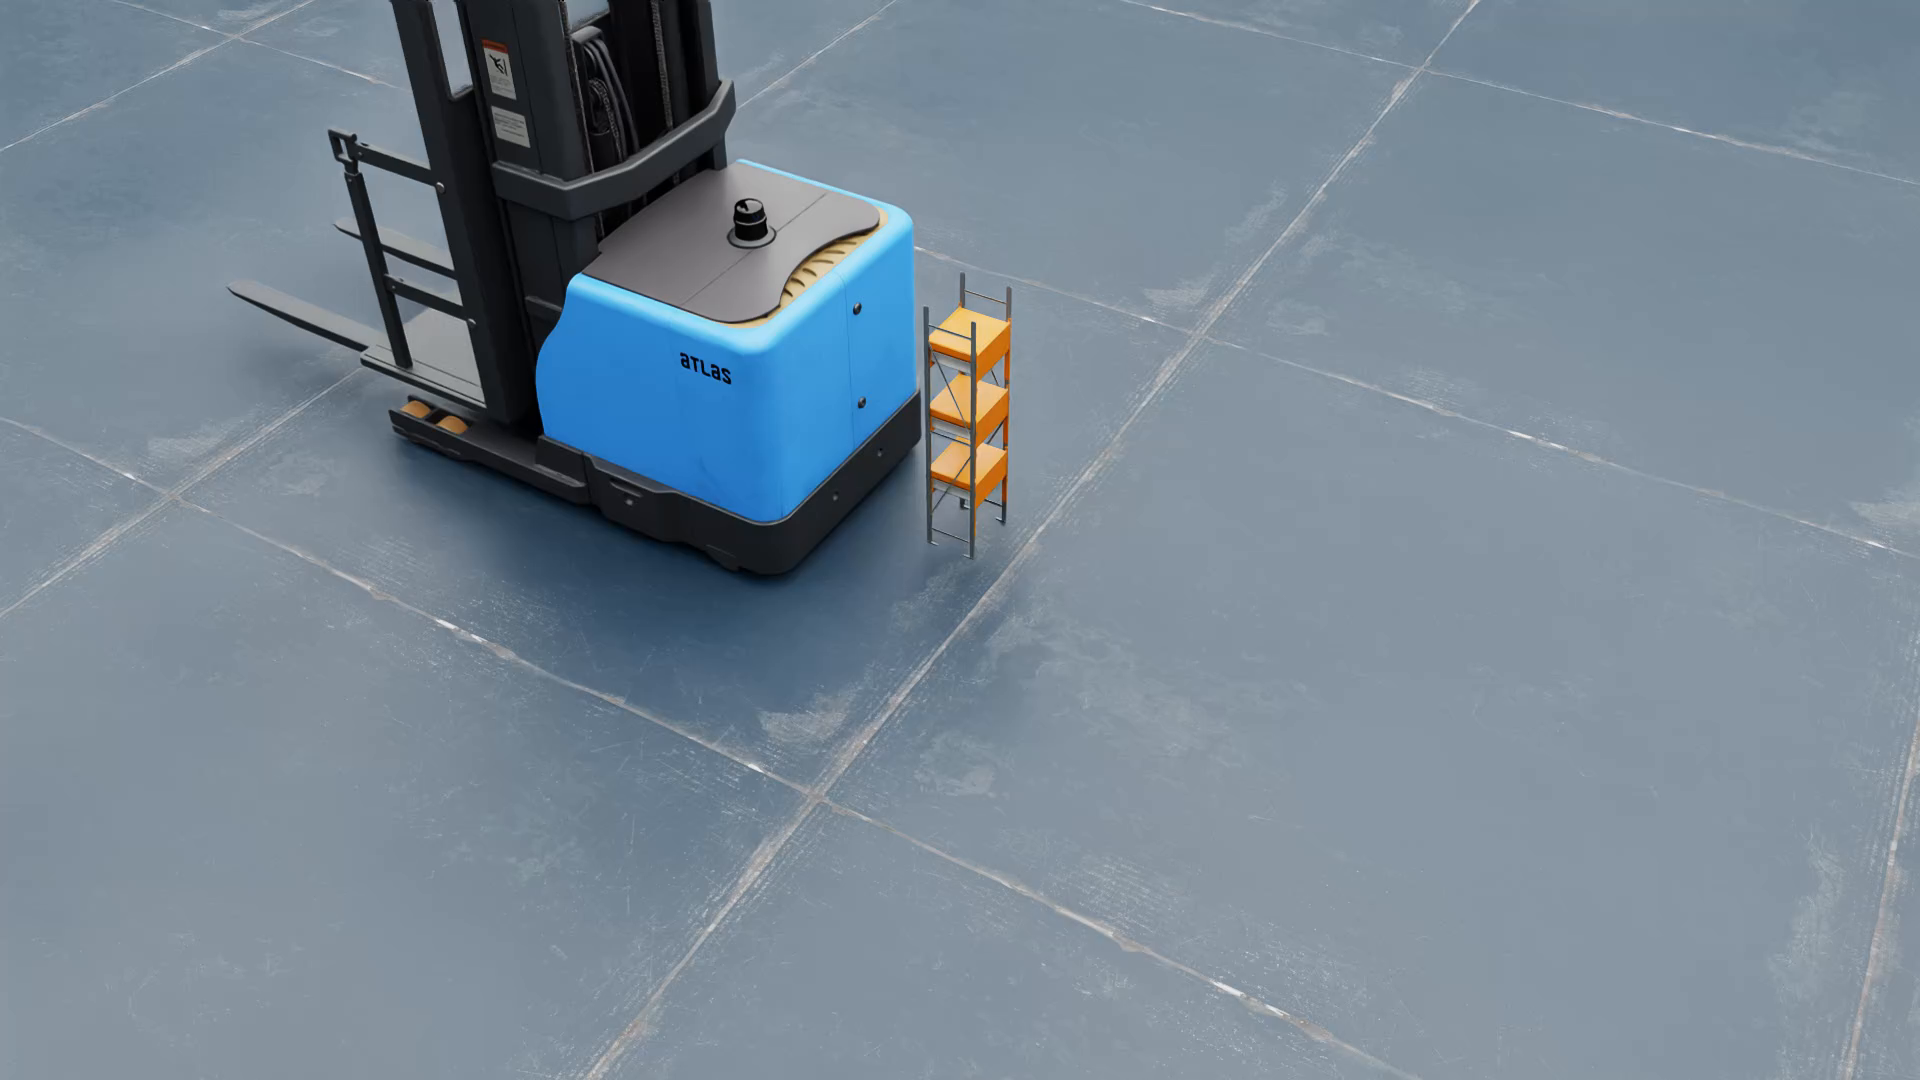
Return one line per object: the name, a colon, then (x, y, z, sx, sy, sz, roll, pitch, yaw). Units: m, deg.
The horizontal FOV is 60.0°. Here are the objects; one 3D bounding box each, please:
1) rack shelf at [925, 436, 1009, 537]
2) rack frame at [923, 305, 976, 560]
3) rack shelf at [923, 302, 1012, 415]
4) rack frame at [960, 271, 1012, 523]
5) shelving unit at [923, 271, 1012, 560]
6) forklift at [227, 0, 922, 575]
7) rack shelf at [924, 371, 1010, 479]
rack shelf: (0.027, -0.208, 6.128, 0.215, 0.259, 0.240, 21, 45, 22)
rack frame: (-0.034, -0.355, 5.859, 0.200, 1.050, 0.008, 21, 45, 22)
rack shelf: (0.027, -0.630, 5.757, 0.215, 0.259, 0.240, 21, 45, 22)
rack frame: (0.088, -0.494, 6.017, 0.200, 1.050, 0.008, 21, 45, 22)
shelving unit: (0.027, -0.425, 5.938, 0.215, 1.050, 0.252, 21, 45, 22)
forklift: (-1.683, -1.702, 5.965, 3.031, 2.935, 1.130, 21, 46, 23)
rack shelf: (0.027, -0.417, 5.945, 0.215, 0.259, 0.240, 21, 45, 22)
